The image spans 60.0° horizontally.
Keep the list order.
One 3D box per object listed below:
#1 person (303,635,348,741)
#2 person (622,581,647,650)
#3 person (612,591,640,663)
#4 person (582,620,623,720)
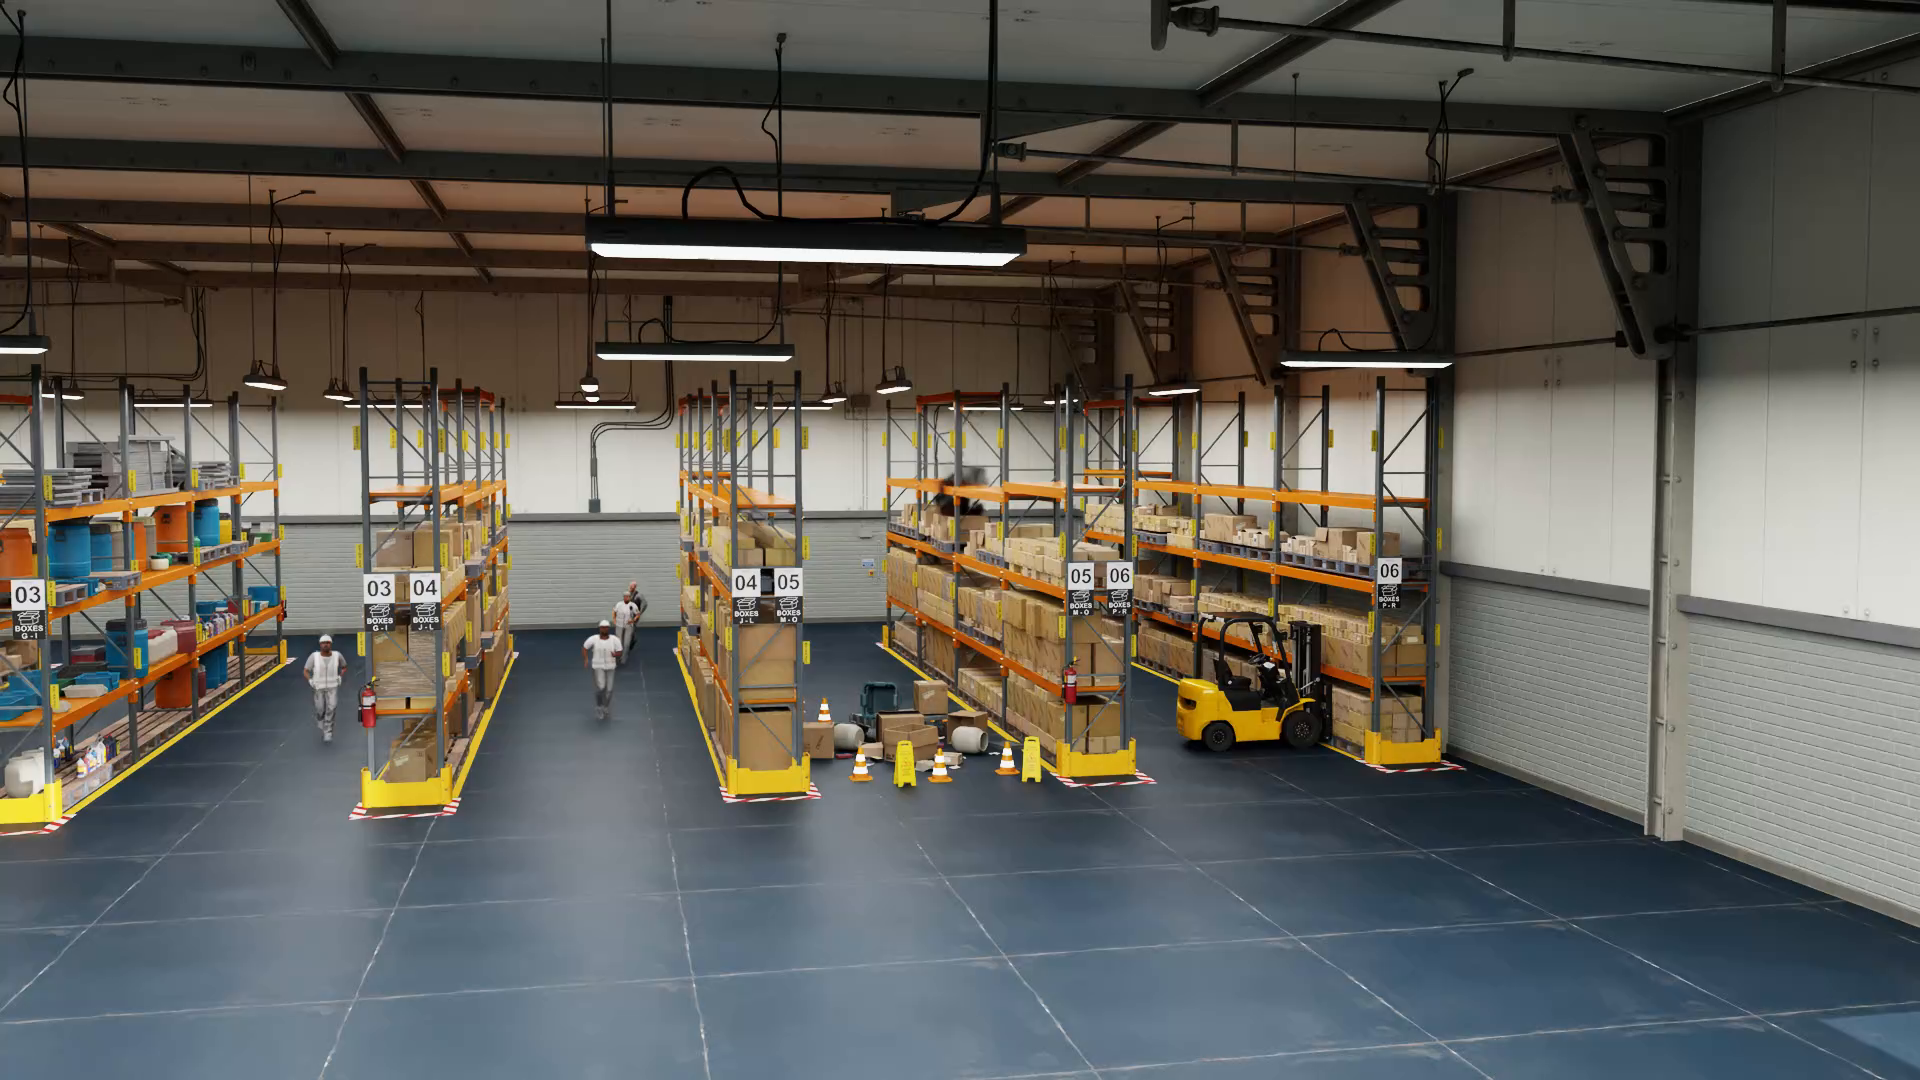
[{"bbox_3d":[-10.595,2.468,27.807,0.700,1.752,0.799,-2,4,-26],"label":"person"},{"bbox_3d":[-7.828,1.813,39.499,0.714,1.664,0.599,3,4,39],"label":"person"},{"bbox_3d":[-7.527,1.971,37.440,0.638,1.616,0.500,0,3,-2],"label":"person"},{"bbox_3d":[-6.415,2.340,29.985,0.671,1.801,0.728,-2,4,-24],"label":"person"}]
